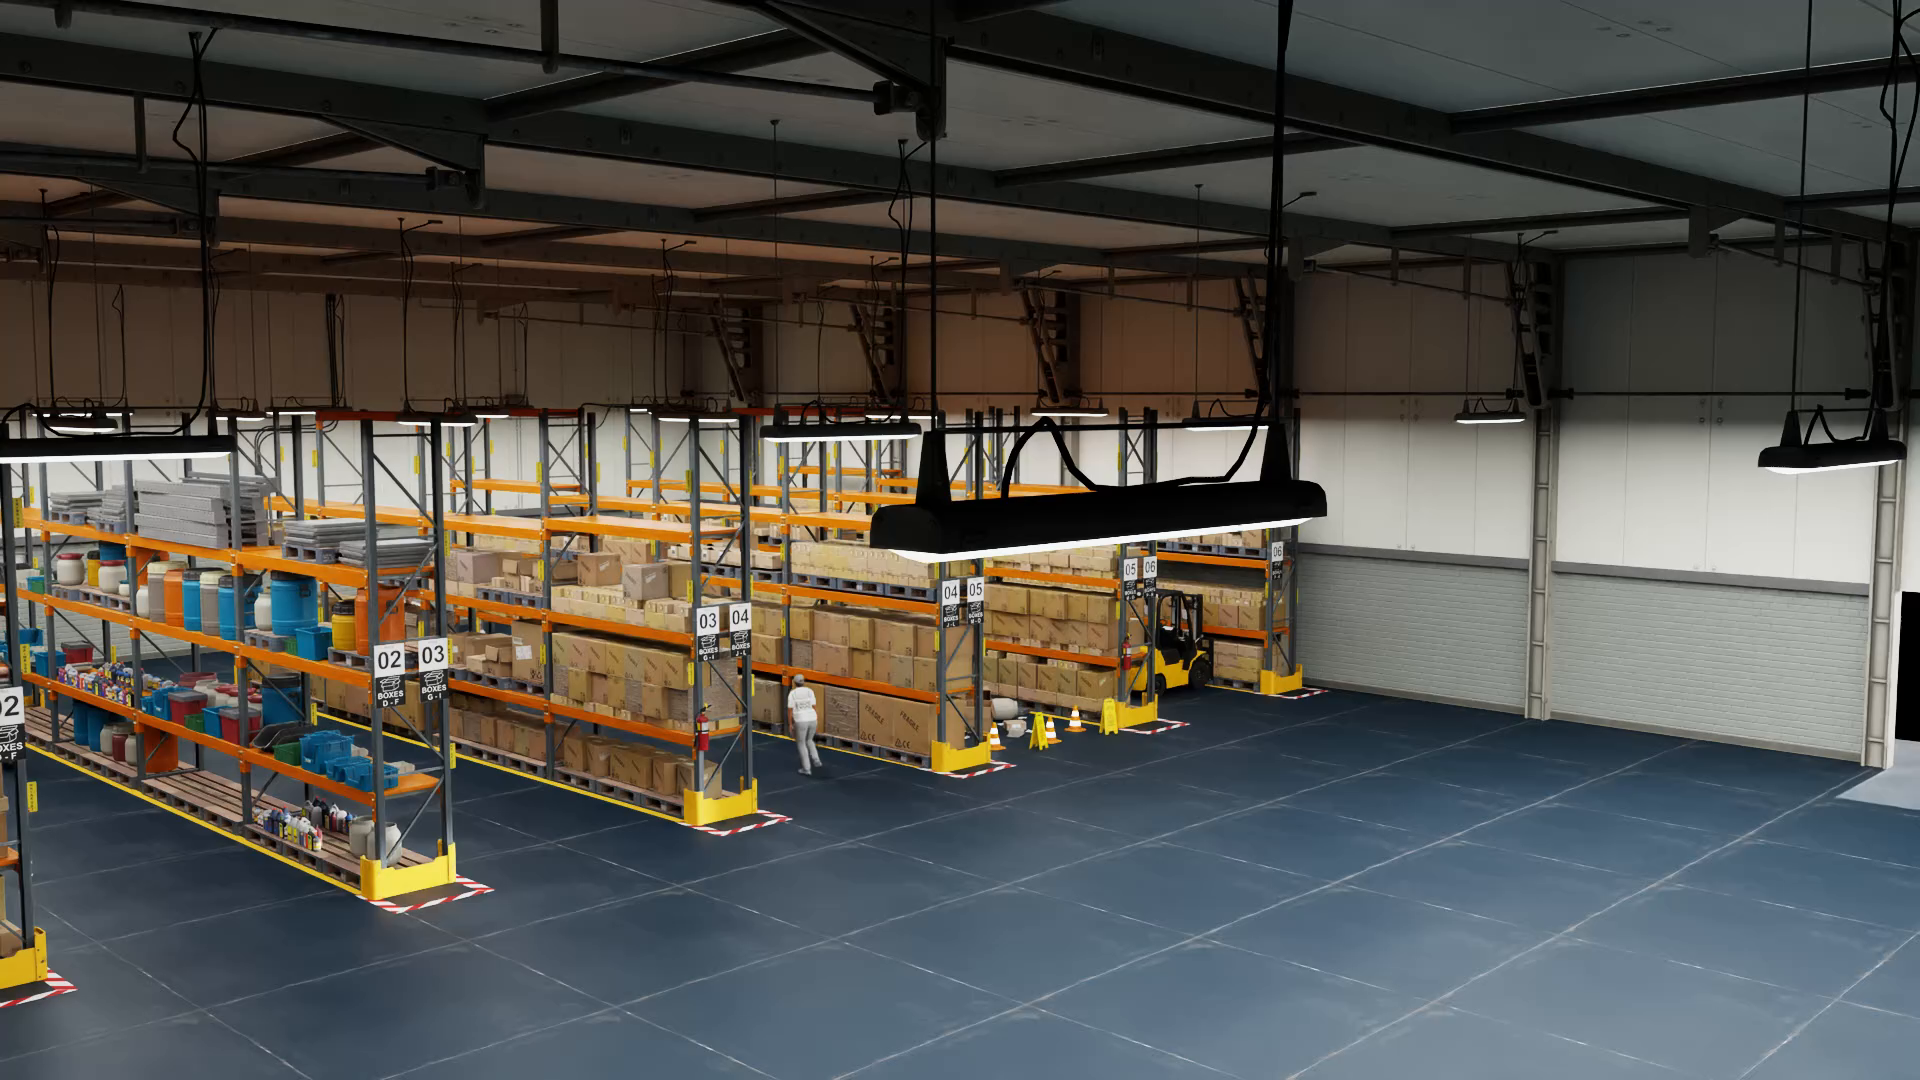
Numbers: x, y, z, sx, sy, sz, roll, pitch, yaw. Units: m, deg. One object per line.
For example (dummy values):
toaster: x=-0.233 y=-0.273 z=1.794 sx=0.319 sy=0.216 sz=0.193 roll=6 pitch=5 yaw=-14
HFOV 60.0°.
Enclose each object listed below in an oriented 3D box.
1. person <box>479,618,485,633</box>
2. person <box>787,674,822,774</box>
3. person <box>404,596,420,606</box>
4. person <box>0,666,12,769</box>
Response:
person: x=-10.237 y=2.428 z=35.121 sx=0.590 sy=1.603 sz=0.703 roll=-4 pitch=6 yaw=-35
person: x=-2.601 y=3.050 z=27.689 sx=0.546 sy=1.653 sz=0.503 roll=-4 pitch=6 yaw=-37
person: x=-12.870 y=2.016 z=38.785 sx=0.525 sy=1.701 sz=1.059 roll=-1 pitch=5 yaw=-10
person: x=-16.063 y=2.990 z=27.949 sx=0.460 sy=1.719 sz=0.565 roll=5 pitch=7 yaw=43
